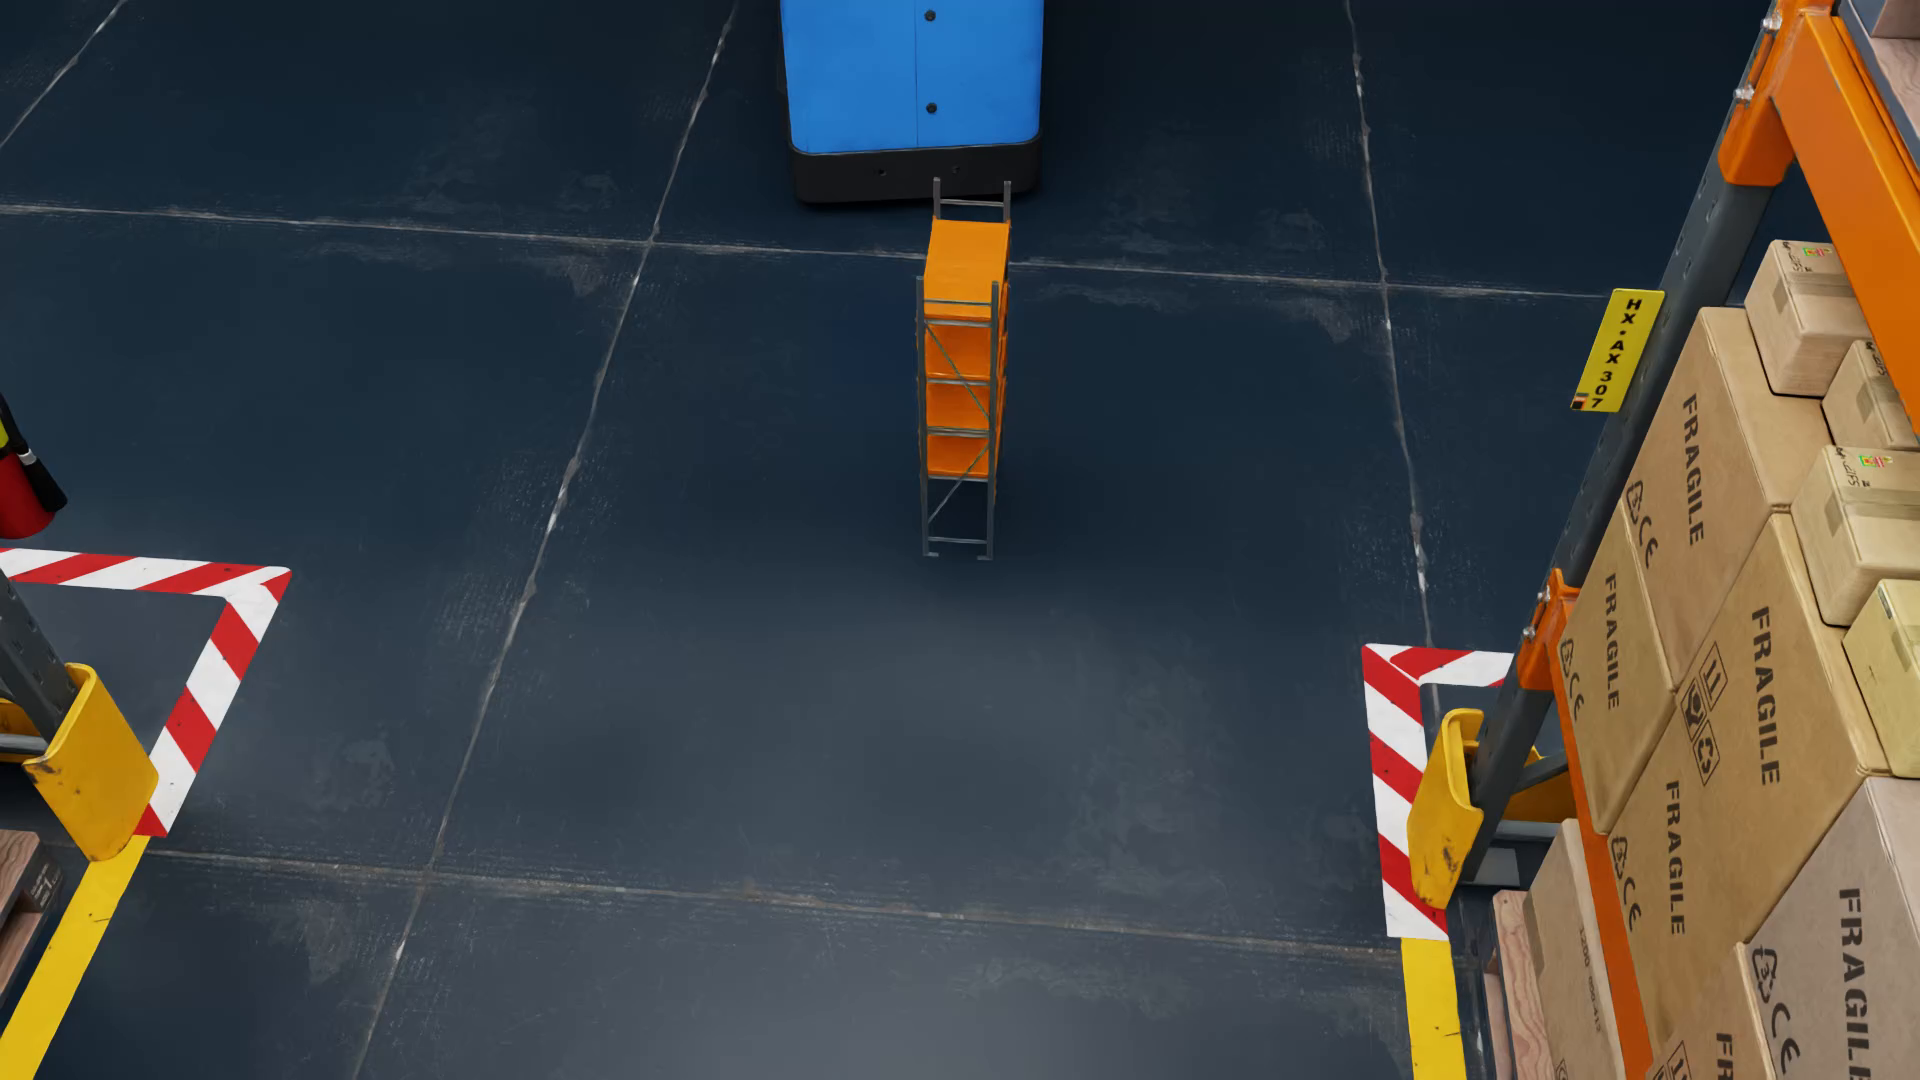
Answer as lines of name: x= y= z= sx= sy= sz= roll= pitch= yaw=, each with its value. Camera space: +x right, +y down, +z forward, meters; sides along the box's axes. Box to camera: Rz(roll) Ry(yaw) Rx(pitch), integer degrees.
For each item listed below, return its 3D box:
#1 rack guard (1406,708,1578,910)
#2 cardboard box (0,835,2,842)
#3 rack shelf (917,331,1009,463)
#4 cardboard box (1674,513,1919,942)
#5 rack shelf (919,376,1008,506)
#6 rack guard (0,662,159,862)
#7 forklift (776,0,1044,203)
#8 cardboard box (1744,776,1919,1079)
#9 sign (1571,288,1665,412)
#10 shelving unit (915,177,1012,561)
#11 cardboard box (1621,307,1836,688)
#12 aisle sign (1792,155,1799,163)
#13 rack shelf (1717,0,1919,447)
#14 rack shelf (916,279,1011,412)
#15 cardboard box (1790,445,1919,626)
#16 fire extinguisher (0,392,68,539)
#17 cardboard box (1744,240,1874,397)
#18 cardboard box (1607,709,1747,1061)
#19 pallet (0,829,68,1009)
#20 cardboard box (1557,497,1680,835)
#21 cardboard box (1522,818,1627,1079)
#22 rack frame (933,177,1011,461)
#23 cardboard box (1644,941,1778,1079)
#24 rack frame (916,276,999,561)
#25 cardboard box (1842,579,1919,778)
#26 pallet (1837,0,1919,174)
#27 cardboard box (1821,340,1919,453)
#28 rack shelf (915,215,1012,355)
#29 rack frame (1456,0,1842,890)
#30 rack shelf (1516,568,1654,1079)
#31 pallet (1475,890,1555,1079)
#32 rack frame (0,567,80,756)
rack guard: x=1.908 y=0.800 z=4.680 sx=1.175 sy=0.500 sz=0.348 roll=4 pitch=48 yaw=4
cardboard box: x=-2.797 y=0.842 z=4.393 sx=0.380 sy=0.149 sz=0.250 roll=3 pitch=48 yaw=2
rack shelf: x=0.015 y=-0.481 z=5.468 sx=0.258 sy=0.148 sz=0.480 roll=4 pitch=48 yaw=4
cardboard box: x=1.538 y=0.316 z=2.683 sx=0.500 sy=0.500 sz=0.500 roll=3 pitch=48 yaw=2
rack shelf: x=0.015 y=-0.347 z=5.615 sx=0.258 sy=0.148 sz=0.480 roll=4 pitch=48 yaw=4
rack guard: x=-3.040 y=0.615 z=4.849 sx=1.175 sy=0.500 sz=0.348 roll=4 pitch=48 yaw=4
forklift: x=-0.308 y=-3.485 z=6.951 sx=1.130 sy=2.935 sz=3.031 roll=-4 pitch=48 yaw=-4
cardboard box: x=1.499 y=0.695 z=2.336 sx=0.500 sy=0.500 sz=0.500 roll=4 pitch=48 yaw=3
sign: x=1.354 y=-0.387 z=3.431 sx=0.100 sy=0.325 sz=0.005 roll=4 pitch=48 yaw=4
shelving unit: x=0.015 y=-0.527 z=5.419 sx=0.258 sy=1.200 sz=0.503 roll=4 pitch=48 yaw=4
cardboard box: x=1.579 y=-0.064 z=3.030 sx=0.500 sy=0.500 sz=0.500 roll=3 pitch=48 yaw=3
aisle sign: x=1.624 y=-0.976 z=2.848 sx=0.394 sy=0.787 sz=0.004 roll=4 pitch=48 yaw=4
rack shelf: x=1.724 y=0.674 z=1.556 sx=1.077 sy=0.370 sz=4.000 roll=4 pitch=48 yaw=4
rack shelf: x=0.015 y=-0.632 z=5.303 sx=0.258 sy=0.148 sz=0.480 roll=4 pitch=48 yaw=4
cardboard box: x=1.507 y=0.007 z=2.526 sx=0.380 sy=0.149 sz=0.250 roll=5 pitch=48 yaw=5
fire extinguisher: x=-2.550 y=-0.287 z=4.285 sx=0.296 sy=0.674 sz=0.183 roll=4 pitch=48 yaw=4
cardboard box: x=1.598 y=-0.374 z=2.874 sx=0.380 sy=0.149 sz=0.250 roll=5 pitch=48 yaw=4
cardboard box: x=1.558 y=0.647 z=3.058 sx=0.500 sy=0.500 sz=0.500 roll=3 pitch=48 yaw=3
pallet: x=-3.149 y=1.307 z=4.412 sx=1.003 sy=0.211 sz=1.213 roll=4 pitch=48 yaw=4
cardboard box: x=1.576 y=0.273 z=3.399 sx=0.500 sy=0.500 sz=0.500 roll=4 pitch=48 yaw=3
cardboard box: x=1.945 y=1.188 z=4.082 sx=0.875 sy=0.438 sz=0.875 roll=2 pitch=48 yaw=2
rack frame: x=0.037 y=-0.706 z=5.583 sx=0.240 sy=1.200 sz=0.015 roll=4 pitch=48 yaw=4
cardboard box: x=1.494 y=1.020 z=2.717 sx=0.500 sy=0.500 sz=0.500 roll=4 pitch=48 yaw=3
rack frame: x=-0.007 y=-0.347 z=5.255 sx=0.240 sy=1.200 sz=0.015 roll=4 pitch=48 yaw=4
cardboard box: x=1.501 y=0.201 z=2.348 sx=0.380 sy=0.149 sz=0.250 roll=2 pitch=48 yaw=2
pallet: x=1.849 y=-0.463 z=2.168 sx=1.003 sy=0.211 sz=1.213 roll=4 pitch=48 yaw=4
cardboard box: x=1.645 y=-0.177 z=2.694 sx=0.380 sy=0.149 sz=0.250 roll=5 pitch=48 yaw=4
rack shelf: x=0.015 y=-0.792 z=5.129 sx=0.258 sy=0.148 sz=0.480 roll=4 pitch=48 yaw=4
rack frame: x=1.906 y=-0.026 z=3.741 sx=1.000 sy=3.000 sz=0.127 roll=4 pitch=48 yaw=4
rack shelf: x=1.724 y=1.686 z=2.662 sx=1.077 sy=0.370 sz=4.000 roll=4 pitch=48 yaw=4
pallet: x=1.911 y=1.508 z=4.228 sx=1.003 sy=0.211 sz=1.213 roll=4 pitch=48 yaw=4
rack frame: x=-3.033 y=-0.285 z=3.978 sx=1.000 sy=3.000 sz=0.127 roll=4 pitch=48 yaw=4
